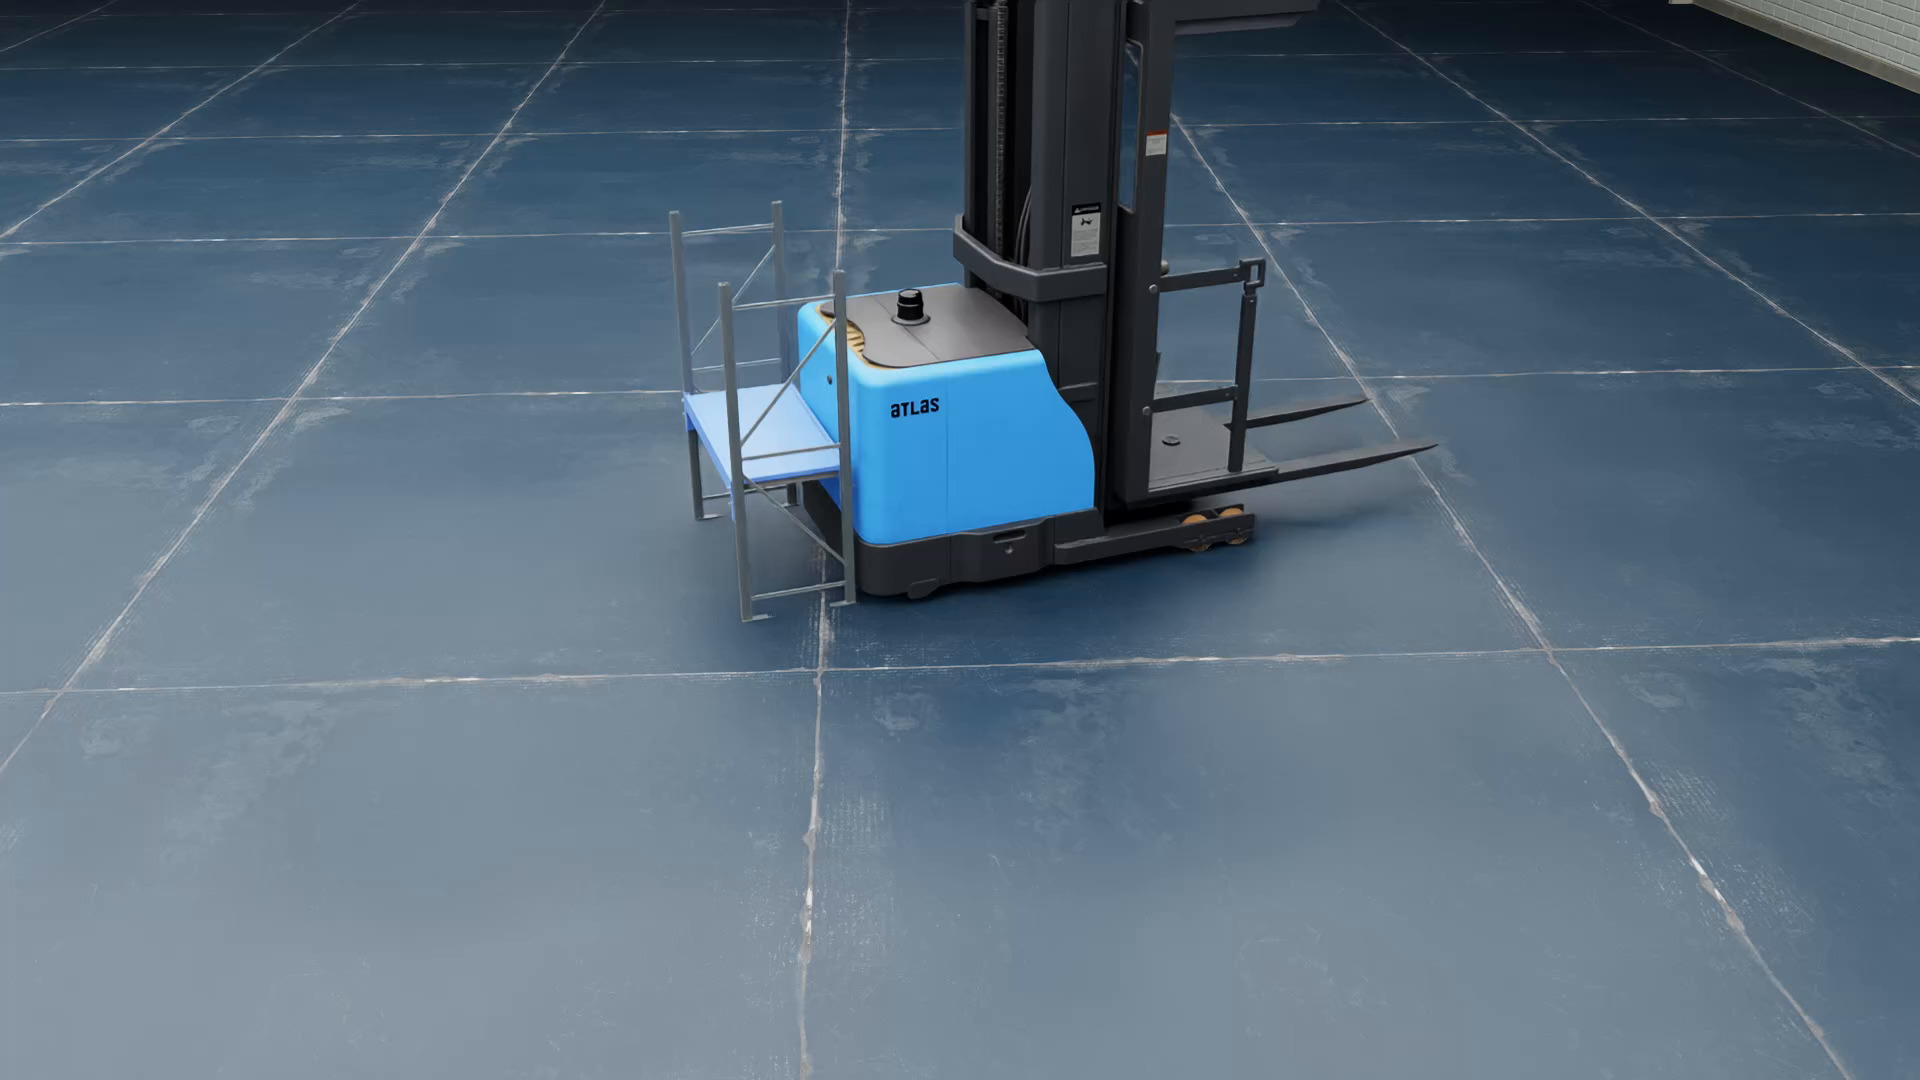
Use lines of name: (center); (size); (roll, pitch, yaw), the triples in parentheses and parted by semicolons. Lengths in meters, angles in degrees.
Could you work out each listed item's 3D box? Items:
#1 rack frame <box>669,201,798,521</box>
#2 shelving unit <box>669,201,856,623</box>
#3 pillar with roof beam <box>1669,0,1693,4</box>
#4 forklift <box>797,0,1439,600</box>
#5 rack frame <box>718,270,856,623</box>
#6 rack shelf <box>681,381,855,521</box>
rack frame: (-1.030, -0.799, 7.660); (0.500, 1.500, 0.032); (-9, 29, -17)
shelving unit: (-0.861, -0.577, 7.235); (0.538, 1.500, 1.048); (-9, 29, -17)
pillar with roof beam: (4.520, -10.532, 18.211); (9.100, 9.000, 0.400); (-1, 28, -3)
forklift: (0.825, -1.462, 7.385); (3.031, 2.935, 1.130); (-10, 29, -19)
rack frame: (-0.692, -0.356, 6.810); (0.500, 1.500, 0.032); (-9, 29, -17)
rack shelf: (-0.861, -0.418, 7.318); (0.538, 0.185, 1.000); (-9, 29, -17)
